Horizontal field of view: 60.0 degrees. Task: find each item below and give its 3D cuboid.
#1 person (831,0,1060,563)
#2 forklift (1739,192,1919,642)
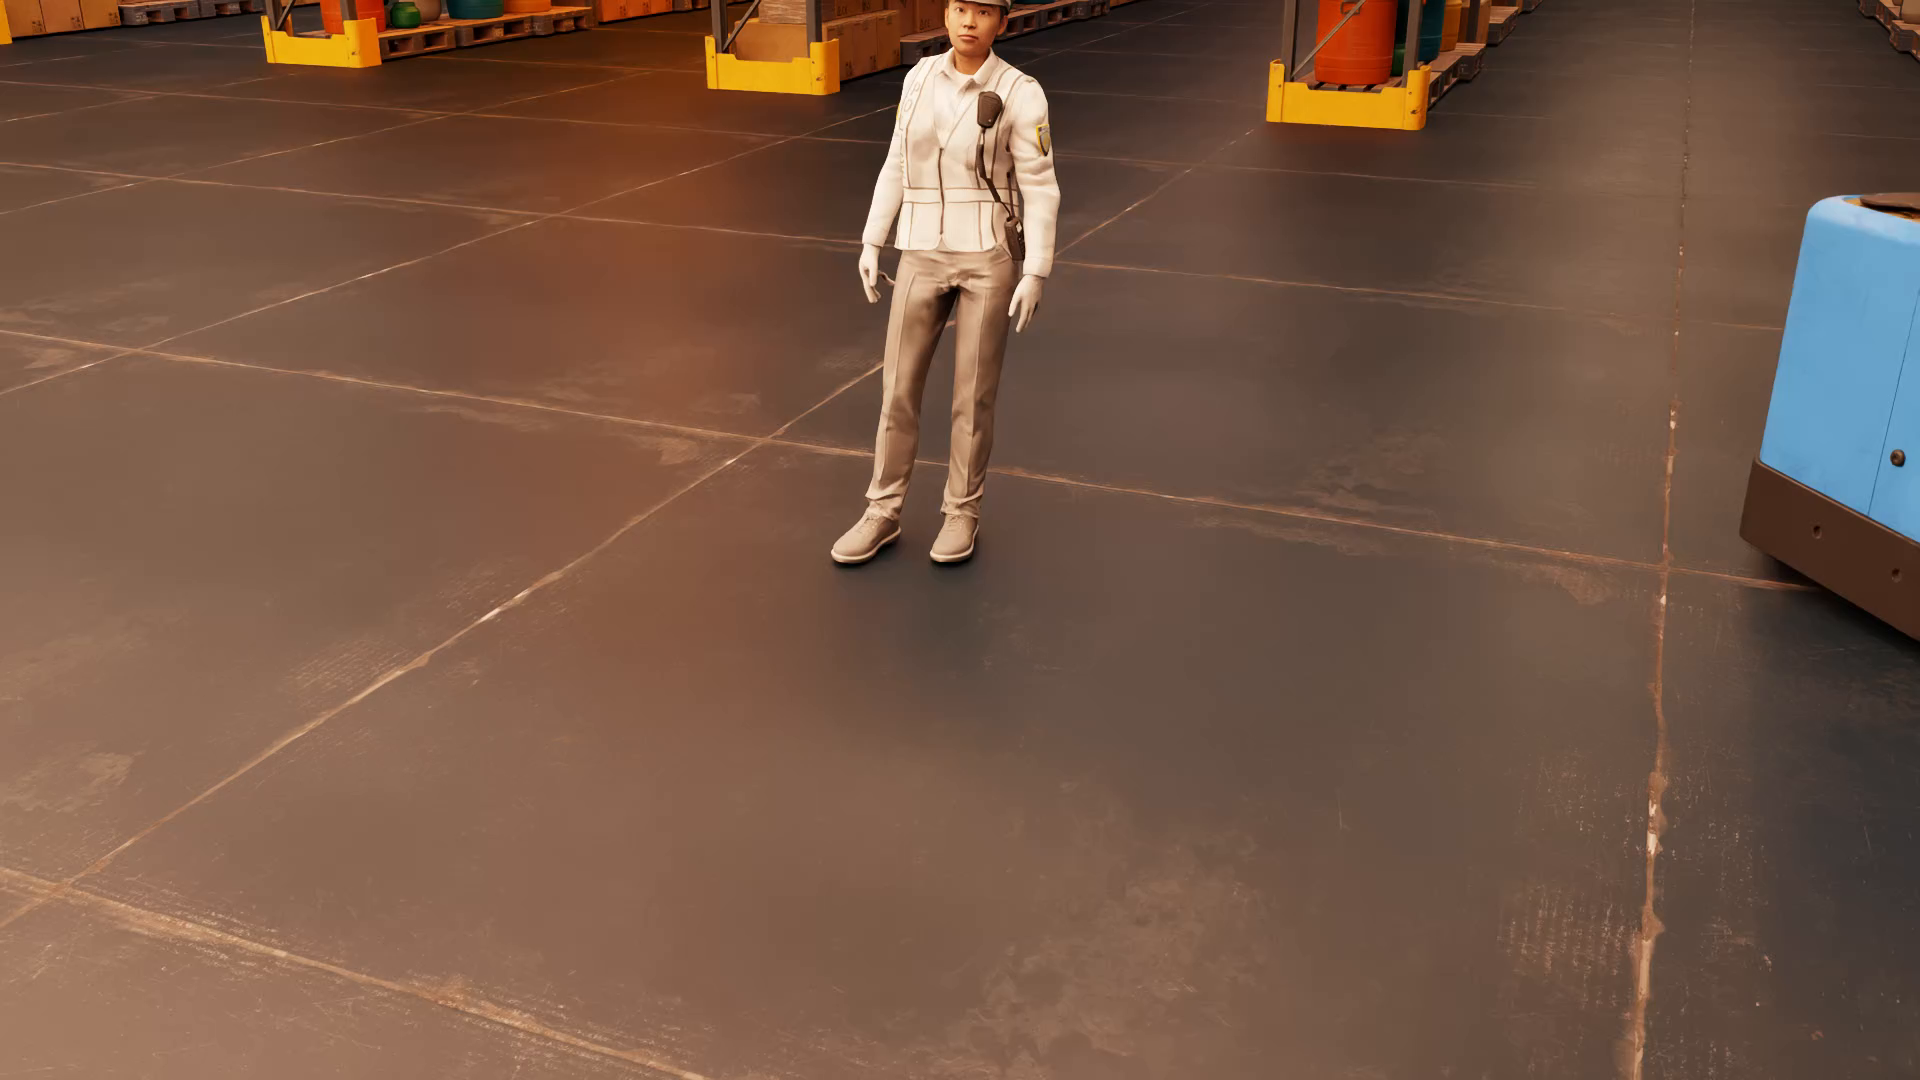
[{"bbox_3d":[-0.033,-0.765,4.707,0.586,1.694,0.530,9,24,21],"label":"person"},{"bbox_3d":[3.885,-1.252,4.287,3.031,2.935,1.130,-5,23,-12],"label":"forklift"}]
